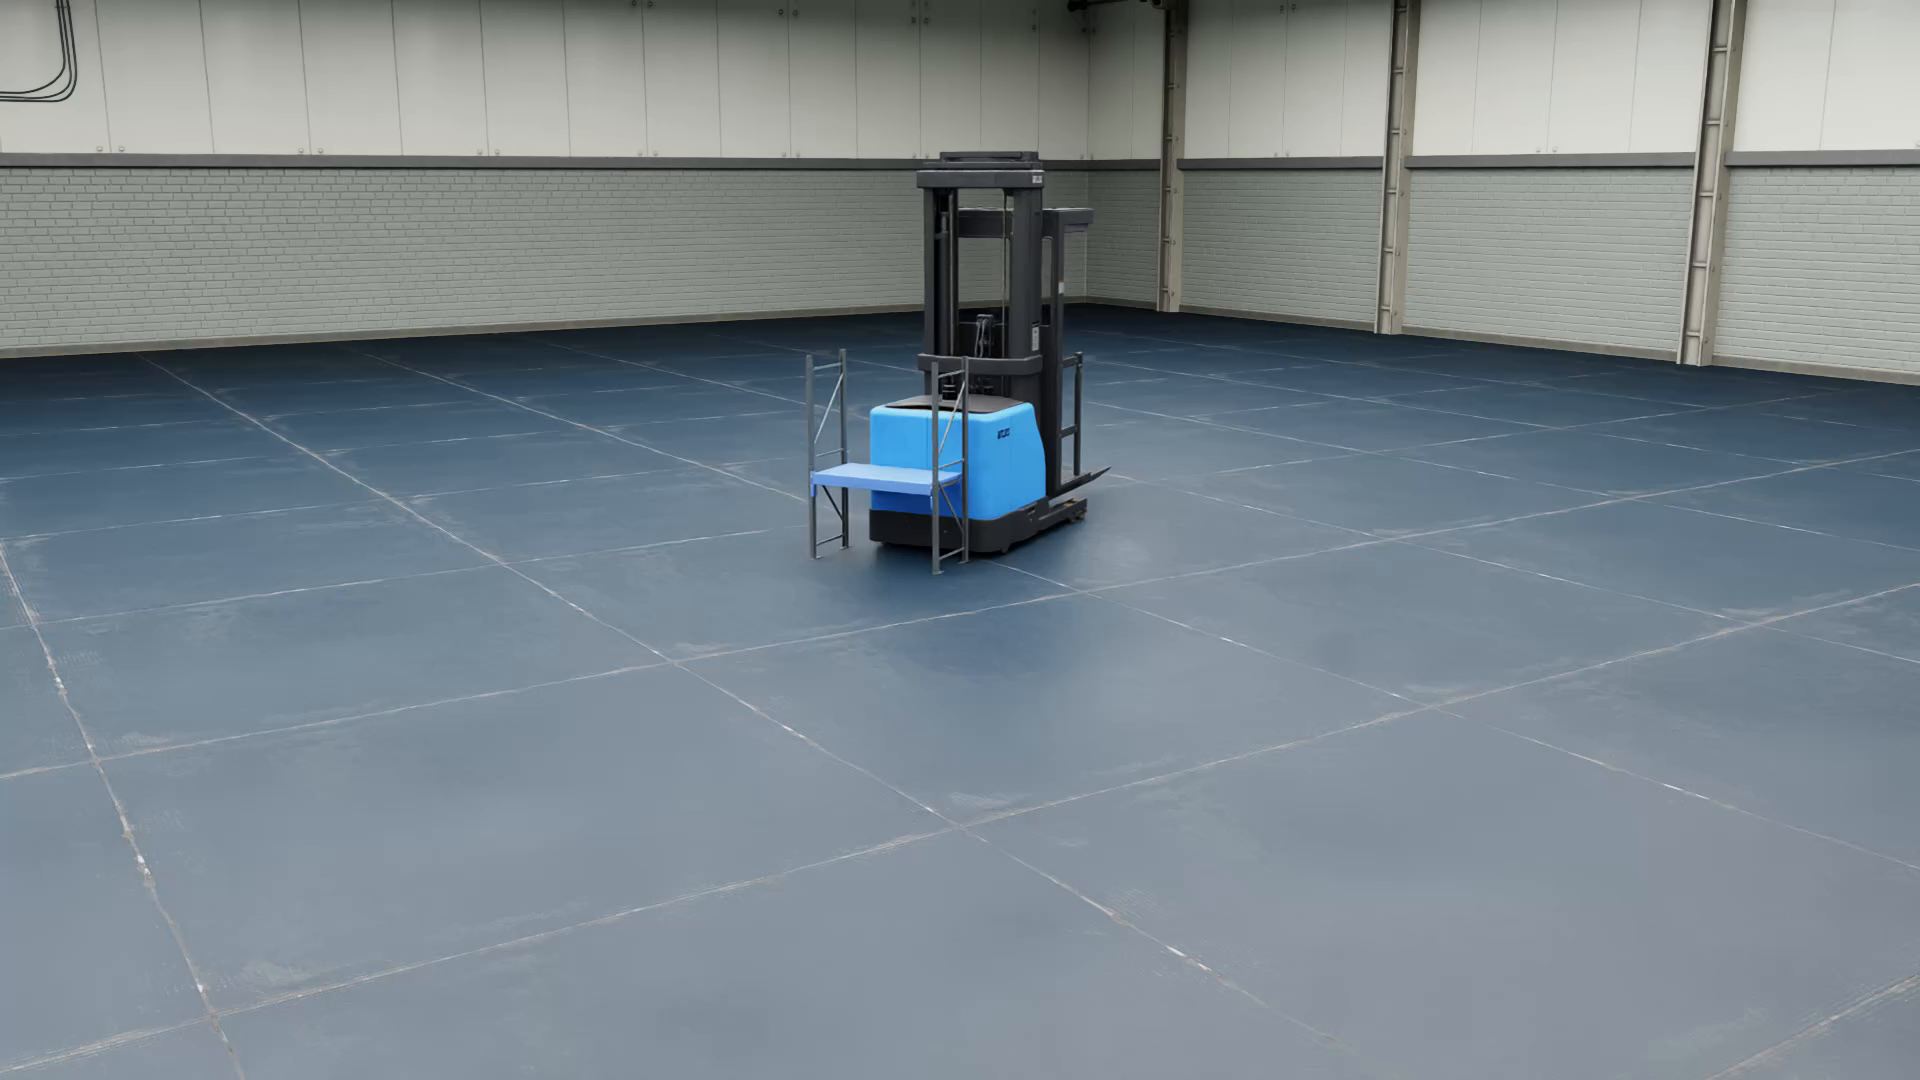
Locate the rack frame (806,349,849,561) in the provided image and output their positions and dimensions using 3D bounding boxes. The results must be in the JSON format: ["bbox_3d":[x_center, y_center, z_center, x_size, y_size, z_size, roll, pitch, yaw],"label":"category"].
[{"bbox_3d":[-0.971,-0.630,12.228,0.032,1.500,0.500,6,14,27],"label":"rack frame"}]

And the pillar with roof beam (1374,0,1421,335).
[{"bbox_3d":[4.081,-7.583,26.474,9.100,9.000,0.400,-8,15,-33],"label":"pillar with roof beam"}]

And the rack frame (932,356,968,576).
[{"bbox_3d":[-0.067,-0.530,11.774,0.032,1.500,0.500,6,14,27],"label":"rack frame"}]

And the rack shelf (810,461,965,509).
[{"bbox_3d":[-0.519,-0.404,12.040,1.000,0.185,0.538,6,14,27],"label":"rack shelf"}]

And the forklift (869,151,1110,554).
[{"bbox_3d":[0.396,-1.604,13.335,1.130,2.935,3.031,6,14,24],"label":"forklift"}]

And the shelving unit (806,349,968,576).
[{"bbox_3d":[-0.519,-0.580,12.001,1.048,1.500,0.538,6,14,27],"label":"shelving unit"}]

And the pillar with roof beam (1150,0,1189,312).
[{"bbox_3d":[0.757,-8.650,31.354,9.100,9.000,0.548,-8,15,-33],"label":"pillar with roof beam"}]

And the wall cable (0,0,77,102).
[{"bbox_3d":[-14.502,-8.894,24.508,2.305,6.003,0.169,-8,15,-33],"label":"wall cable"}]

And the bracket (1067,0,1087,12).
[{"bbox_3d":[2.502,-11.372,35.372,0.235,0.232,0.430,-8,15,-33],"label":"bracket"}]

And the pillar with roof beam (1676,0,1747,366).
[{"bbox_3d":[7.405,-6.516,21.595,9.100,9.000,0.400,-8,15,-33],"label":"pillar with roof beam"}]

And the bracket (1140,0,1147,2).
[{"bbox_3d":[3.815,-10.950,33.445,0.235,0.232,0.430,-8,15,-33],"label":"bracket"}]

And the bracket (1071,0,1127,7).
[{"bbox_3d":[2.829,-11.266,34.892,0.076,0.066,3.189,-8,15,-33],"label":"bracket"}]
